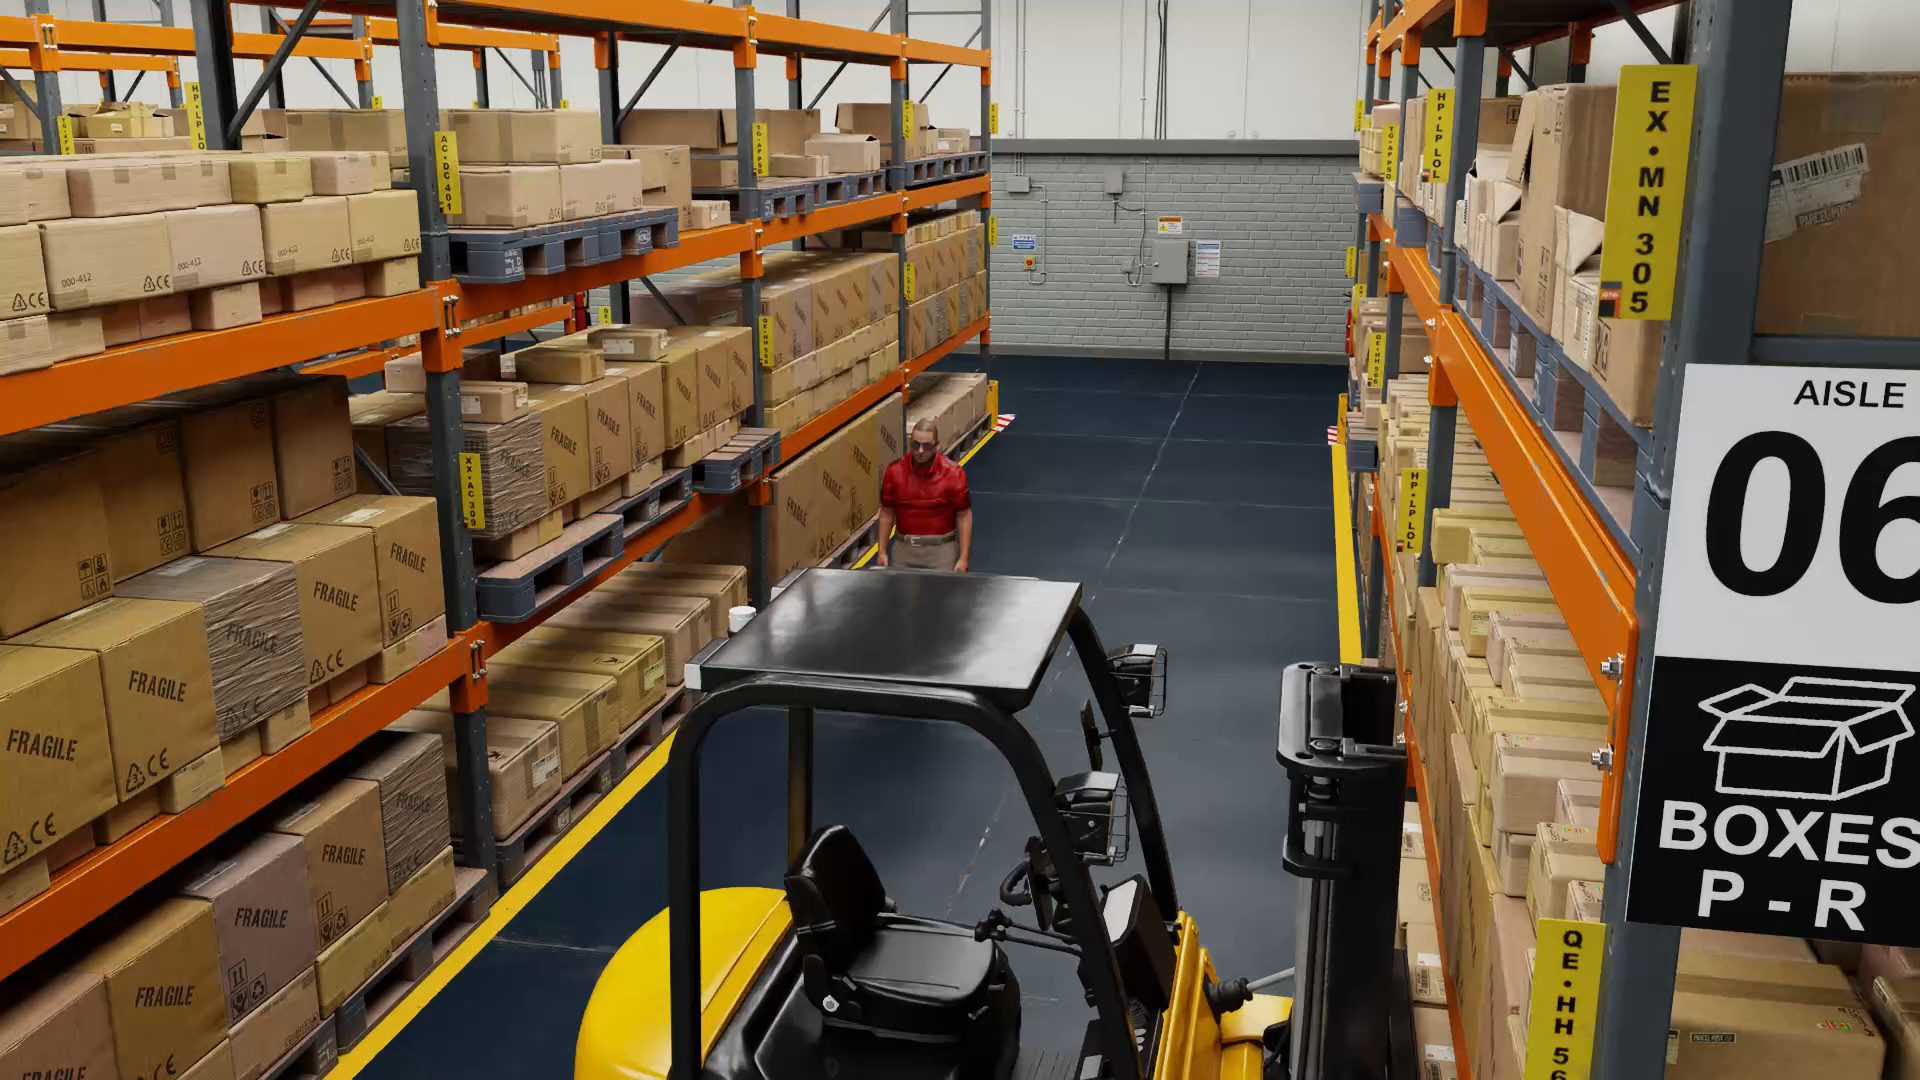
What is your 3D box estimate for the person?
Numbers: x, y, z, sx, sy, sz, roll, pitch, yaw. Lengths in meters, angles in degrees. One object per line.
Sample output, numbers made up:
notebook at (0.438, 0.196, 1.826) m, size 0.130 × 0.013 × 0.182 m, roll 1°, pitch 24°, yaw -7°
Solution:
person at (-0.221, 0.115, 10.095) m, size 0.583 × 1.726 × 0.394 m, roll 3°, pitch 15°, yaw 11°
